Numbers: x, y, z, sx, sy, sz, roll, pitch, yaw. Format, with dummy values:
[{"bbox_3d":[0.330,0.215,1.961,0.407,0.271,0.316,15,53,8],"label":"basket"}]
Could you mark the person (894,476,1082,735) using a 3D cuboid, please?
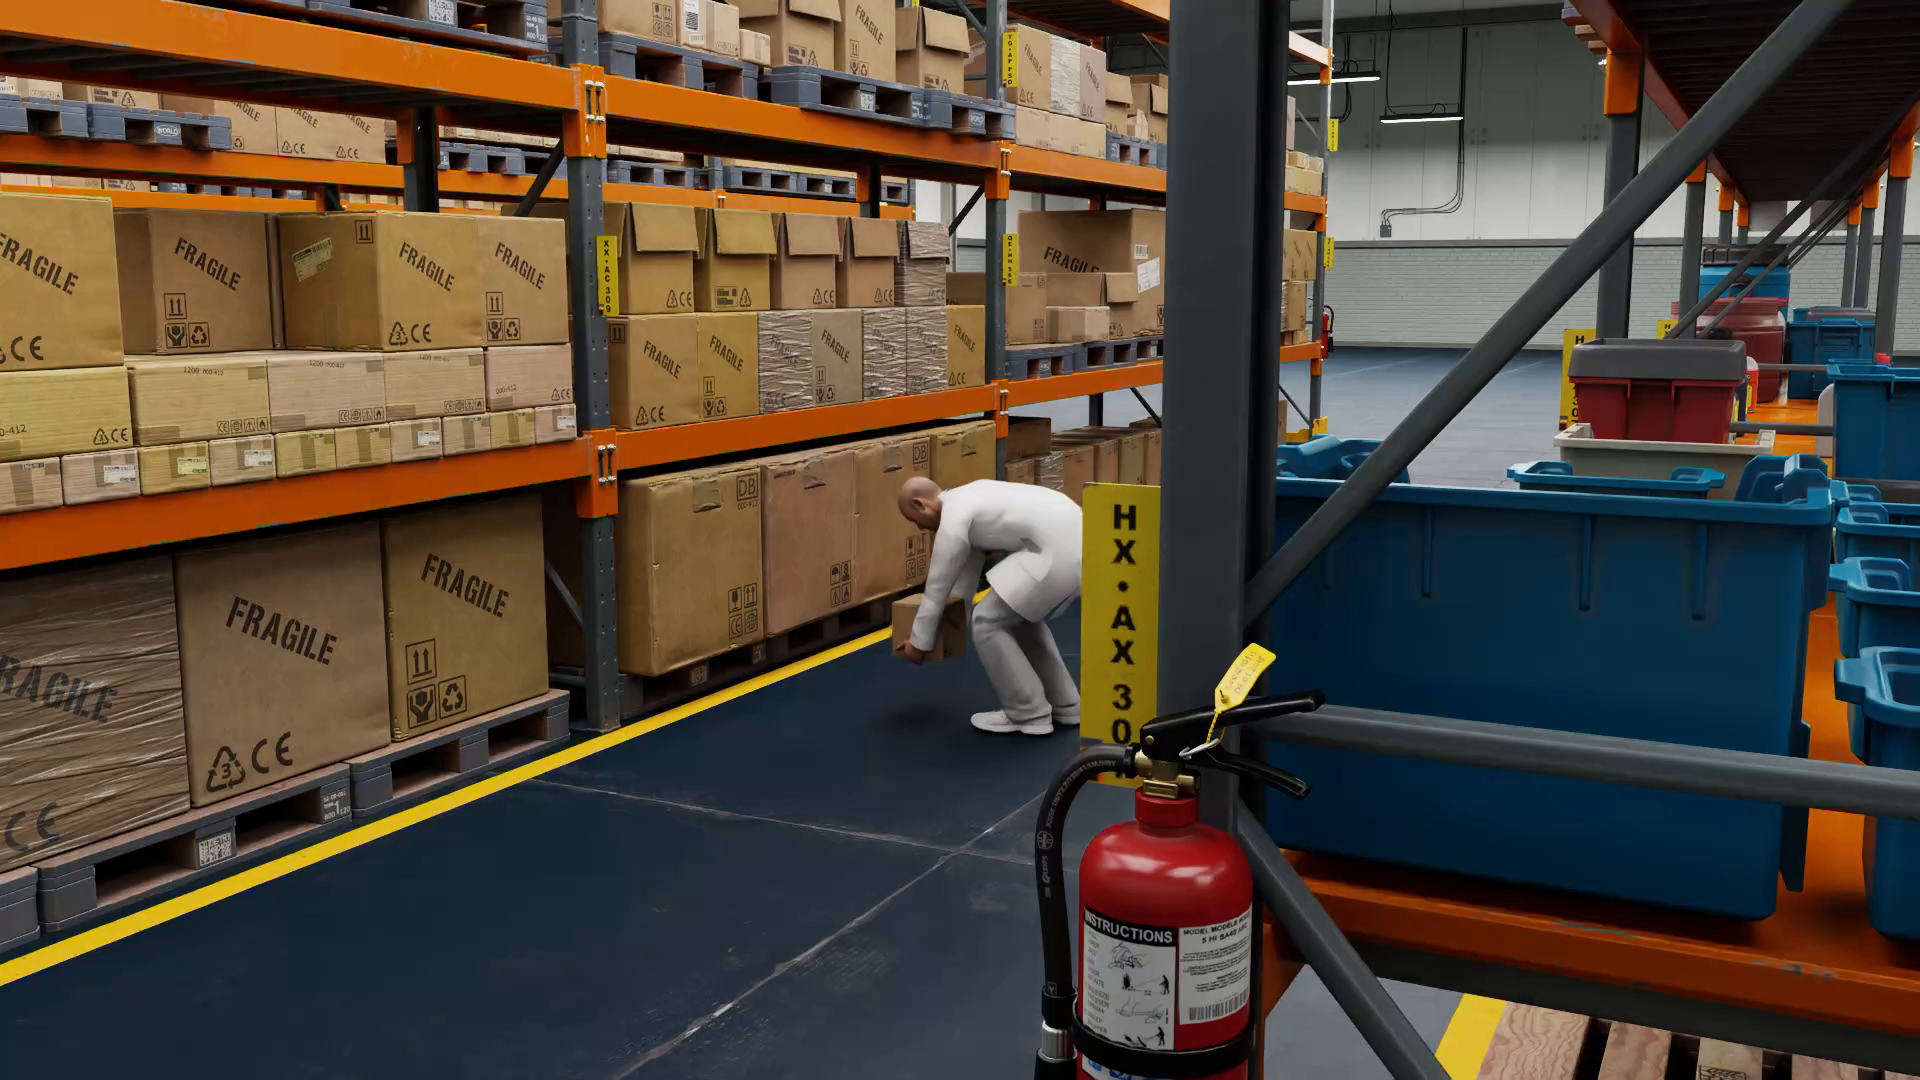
[{"bbox_3d":[0.168,0.282,7.348,0.941,1.084,0.581,4,10,23],"label":"person"}]
